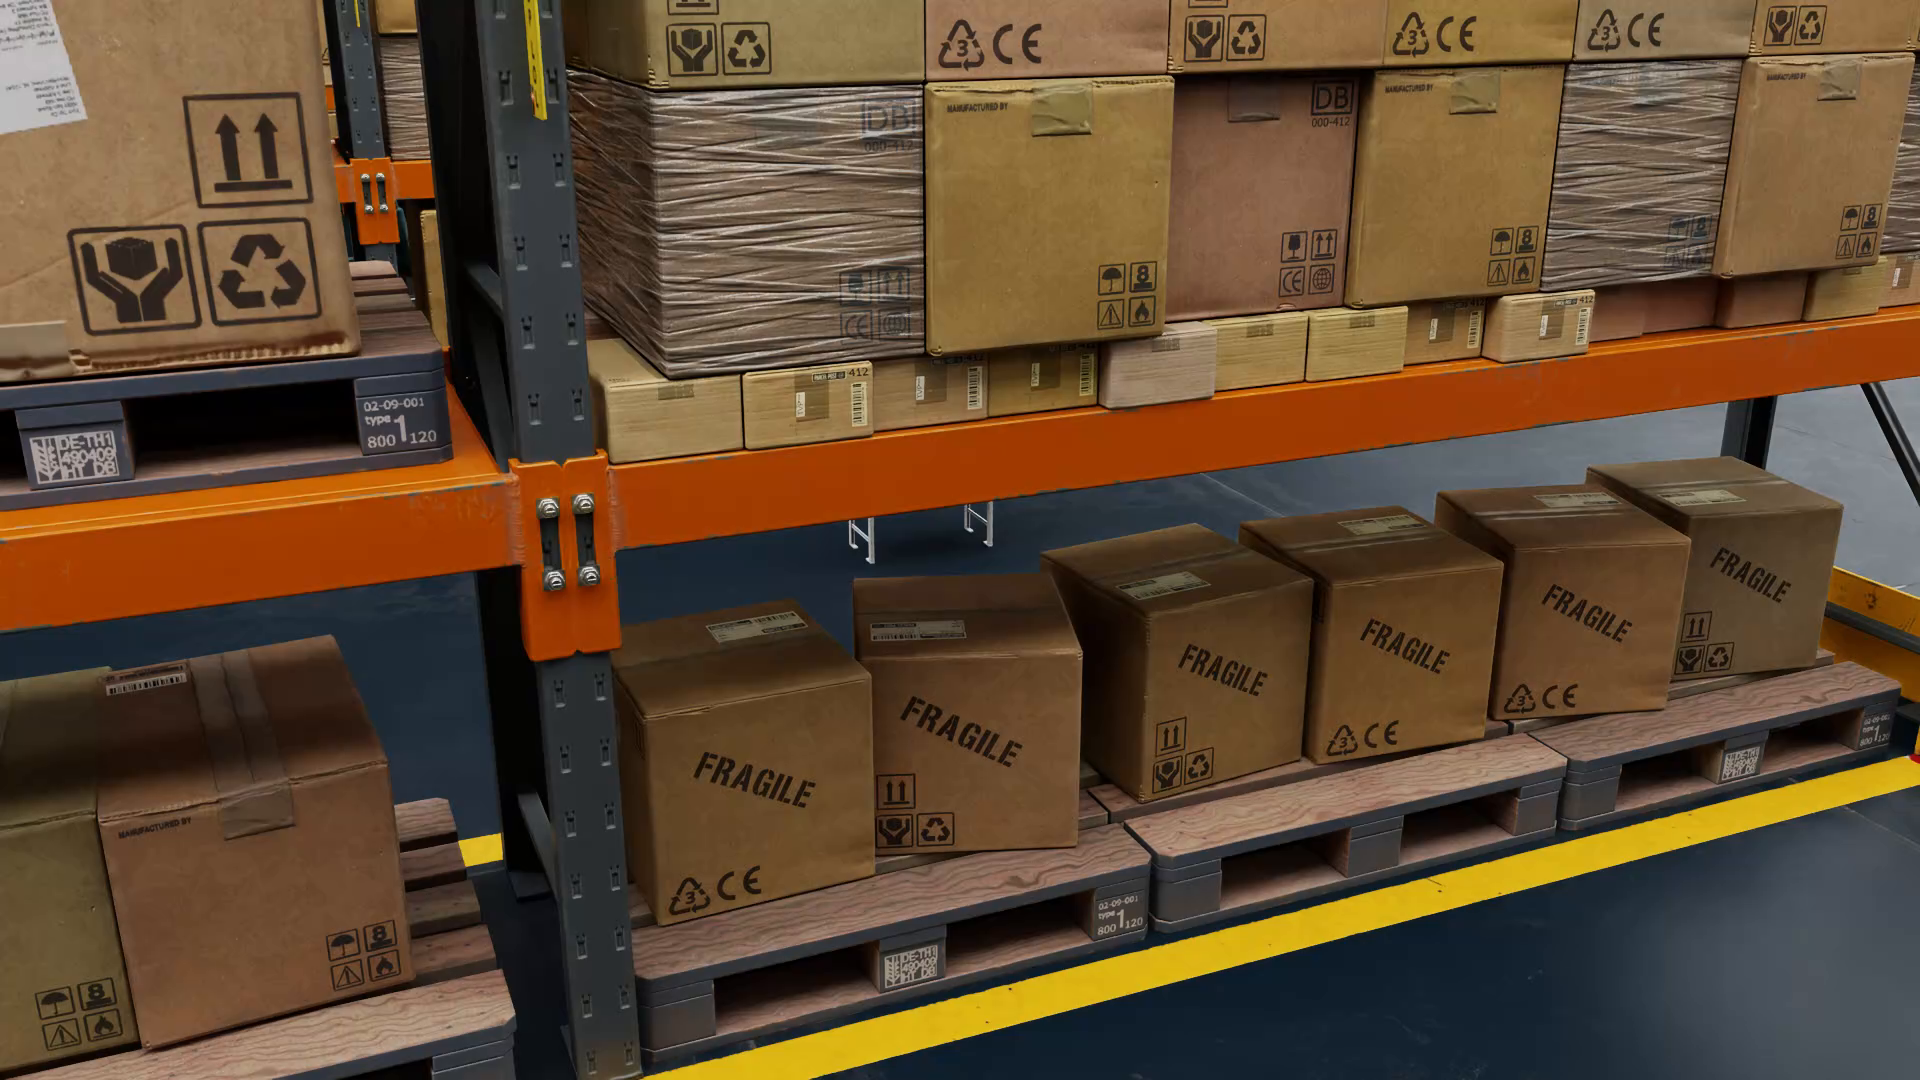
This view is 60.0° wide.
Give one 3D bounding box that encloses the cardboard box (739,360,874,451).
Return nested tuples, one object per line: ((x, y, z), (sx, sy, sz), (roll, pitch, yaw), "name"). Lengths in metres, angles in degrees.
((-0.352, -0.306, 3.252), (0.250, 0.149, 0.380), (-8, 21, -22), "cardboard box")

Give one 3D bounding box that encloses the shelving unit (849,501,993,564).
((-0.152, -0.544, 6.261), (0.503, 1.200, 0.258), (-8, 21, -22), "shelving unit")

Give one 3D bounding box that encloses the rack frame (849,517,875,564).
((-0.376, -0.512, 6.170), (0.015, 1.200, 0.240), (-8, 21, -22), "rack frame")

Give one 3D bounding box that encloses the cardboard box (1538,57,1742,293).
((1.366, -0.953, 4.115), (0.500, 0.500, 0.875), (-8, 21, -22), "cardboard box")

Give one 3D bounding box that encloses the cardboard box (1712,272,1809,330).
((1.915, -0.656, 4.248), (0.250, 0.149, 0.380), (-8, 21, -22), "cardboard box")

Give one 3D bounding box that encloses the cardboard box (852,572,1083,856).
((0.003, 0.404, 3.989), (0.500, 0.500, 0.500), (-2, 19, -5), "cardboard box")

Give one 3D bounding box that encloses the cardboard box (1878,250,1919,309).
((2.360, -0.733, 4.466), (0.250, 0.149, 0.380), (-8, 21, -22), "cardboard box")

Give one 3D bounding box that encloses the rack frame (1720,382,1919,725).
((2.770, -0.985, 4.803), (0.127, 3.000, 1.000), (-8, 21, -22), "rack frame")

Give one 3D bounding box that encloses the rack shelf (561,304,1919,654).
((0.934, -0.382, 4.175), (4.000, 0.370, 1.077), (-8, 21, -22), "rack shelf")

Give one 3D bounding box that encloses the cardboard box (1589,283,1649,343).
((1.449, -0.596, 4.078), (0.250, 0.149, 0.380), (-8, 21, -22), "cardboard box")

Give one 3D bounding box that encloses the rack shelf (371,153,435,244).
((-0.938, -1.908, 8.508), (4.000, 0.370, 1.077), (-8, 21, -22), "rack shelf")

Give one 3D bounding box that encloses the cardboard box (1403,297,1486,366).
((0.997, -0.525, 3.874), (0.250, 0.149, 0.380), (-8, 21, -22), "cardboard box")

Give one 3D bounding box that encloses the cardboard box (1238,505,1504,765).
((1.072, 0.239, 4.459), (0.500, 0.500, 0.500), (-6, 20, -17), "cardboard box")

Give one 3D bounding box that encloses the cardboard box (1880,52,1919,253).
((2.254, -1.108, 4.555), (0.500, 0.500, 0.875), (-8, 21, -22), "cardboard box")

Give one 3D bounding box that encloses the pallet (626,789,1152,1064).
((-0.300, 0.757, 4.053), (1.213, 0.211, 1.003), (-8, 21, -22), "pallet")

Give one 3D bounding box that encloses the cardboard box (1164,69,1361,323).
((0.427, -0.838, 3.787), (0.500, 0.500, 0.875), (-8, 21, -22), "cardboard box")

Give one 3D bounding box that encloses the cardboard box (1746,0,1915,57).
((1.906, -1.429, 3.959), (0.500, 0.500, 0.500), (-8, 21, -22), "cardboard box")

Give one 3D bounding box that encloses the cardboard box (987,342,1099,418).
((0.093, -0.383, 3.471), (0.250, 0.149, 0.380), (-8, 21, -22), "cardboard box")

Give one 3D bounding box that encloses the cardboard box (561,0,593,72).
((-0.599, -1.261, 3.483), (0.500, 0.500, 0.500), (-8, 21, -22), "cardboard box")

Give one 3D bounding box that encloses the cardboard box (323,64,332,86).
((-4.412, -3.306, 11.773), (0.250, 0.149, 0.380), (-8, 21, -22), "cardboard box")

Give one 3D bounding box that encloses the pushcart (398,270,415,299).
((-3.879, -1.555, 10.371), (0.936, 0.377, 1.648), (-17, 26, -40), "pushcart")

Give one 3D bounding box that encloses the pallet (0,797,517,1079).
((-1.617, 0.959, 3.479), (1.213, 0.211, 1.003), (-8, 21, -22), "pallet")

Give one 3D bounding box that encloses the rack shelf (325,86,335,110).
((-2.992, -3.405, 12.758), (4.000, 0.370, 1.077), (-8, 21, -22), "rack shelf")

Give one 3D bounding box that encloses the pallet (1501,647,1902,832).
((1.940, 0.437, 4.964), (1.213, 0.211, 1.003), (-8, 21, -22), "pallet")

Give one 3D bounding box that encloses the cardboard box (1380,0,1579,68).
((0.984, -1.300, 3.595), (0.500, 0.500, 0.500), (-8, 21, -22), "cardboard box")

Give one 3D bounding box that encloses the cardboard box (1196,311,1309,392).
((0.552, -0.449, 3.658), (0.250, 0.149, 0.380), (-8, 21, -22), "cardboard box")

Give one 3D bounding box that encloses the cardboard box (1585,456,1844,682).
((2.190, 0.073, 4.929), (0.500, 0.500, 0.500), (-4, 20, -12), "cardboard box")

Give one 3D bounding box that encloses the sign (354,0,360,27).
((-2.551, -2.329, 6.996), (0.005, 0.325, 0.100), (-8, 21, -22), "sign")

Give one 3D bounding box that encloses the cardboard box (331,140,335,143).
((-6.222, -3.858, 16.470), (0.500, 0.250, 0.500), (-8, 21, -21), "cardboard box")

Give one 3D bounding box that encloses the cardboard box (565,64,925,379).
((-0.465, -0.686, 3.357), (0.500, 0.500, 0.875), (-8, 21, -22), "cardboard box")

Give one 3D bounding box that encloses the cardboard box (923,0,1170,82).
((0.070, -1.166, 3.212), (0.500, 0.500, 0.500), (-8, 21, -22), "cardboard box")

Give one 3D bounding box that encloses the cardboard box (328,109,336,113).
((-6.229, -4.335, 16.319), (0.500, 0.250, 0.500), (-8, 21, -23), "cardboard box")

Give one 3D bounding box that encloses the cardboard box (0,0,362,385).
((-1.688, -0.878, 2.963), (1.000, 1.000, 1.000), (-8, 21, -22), "cardboard box")

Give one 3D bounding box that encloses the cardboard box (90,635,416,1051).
((-1.475, 0.587, 3.439), (0.500, 0.500, 0.700), (-10, 22, -26), "cardboard box")

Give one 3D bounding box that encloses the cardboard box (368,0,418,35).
((-2.422, -2.603, 7.546), (0.550, 0.550, 0.875), (-8, 21, -22), "cardboard box")
